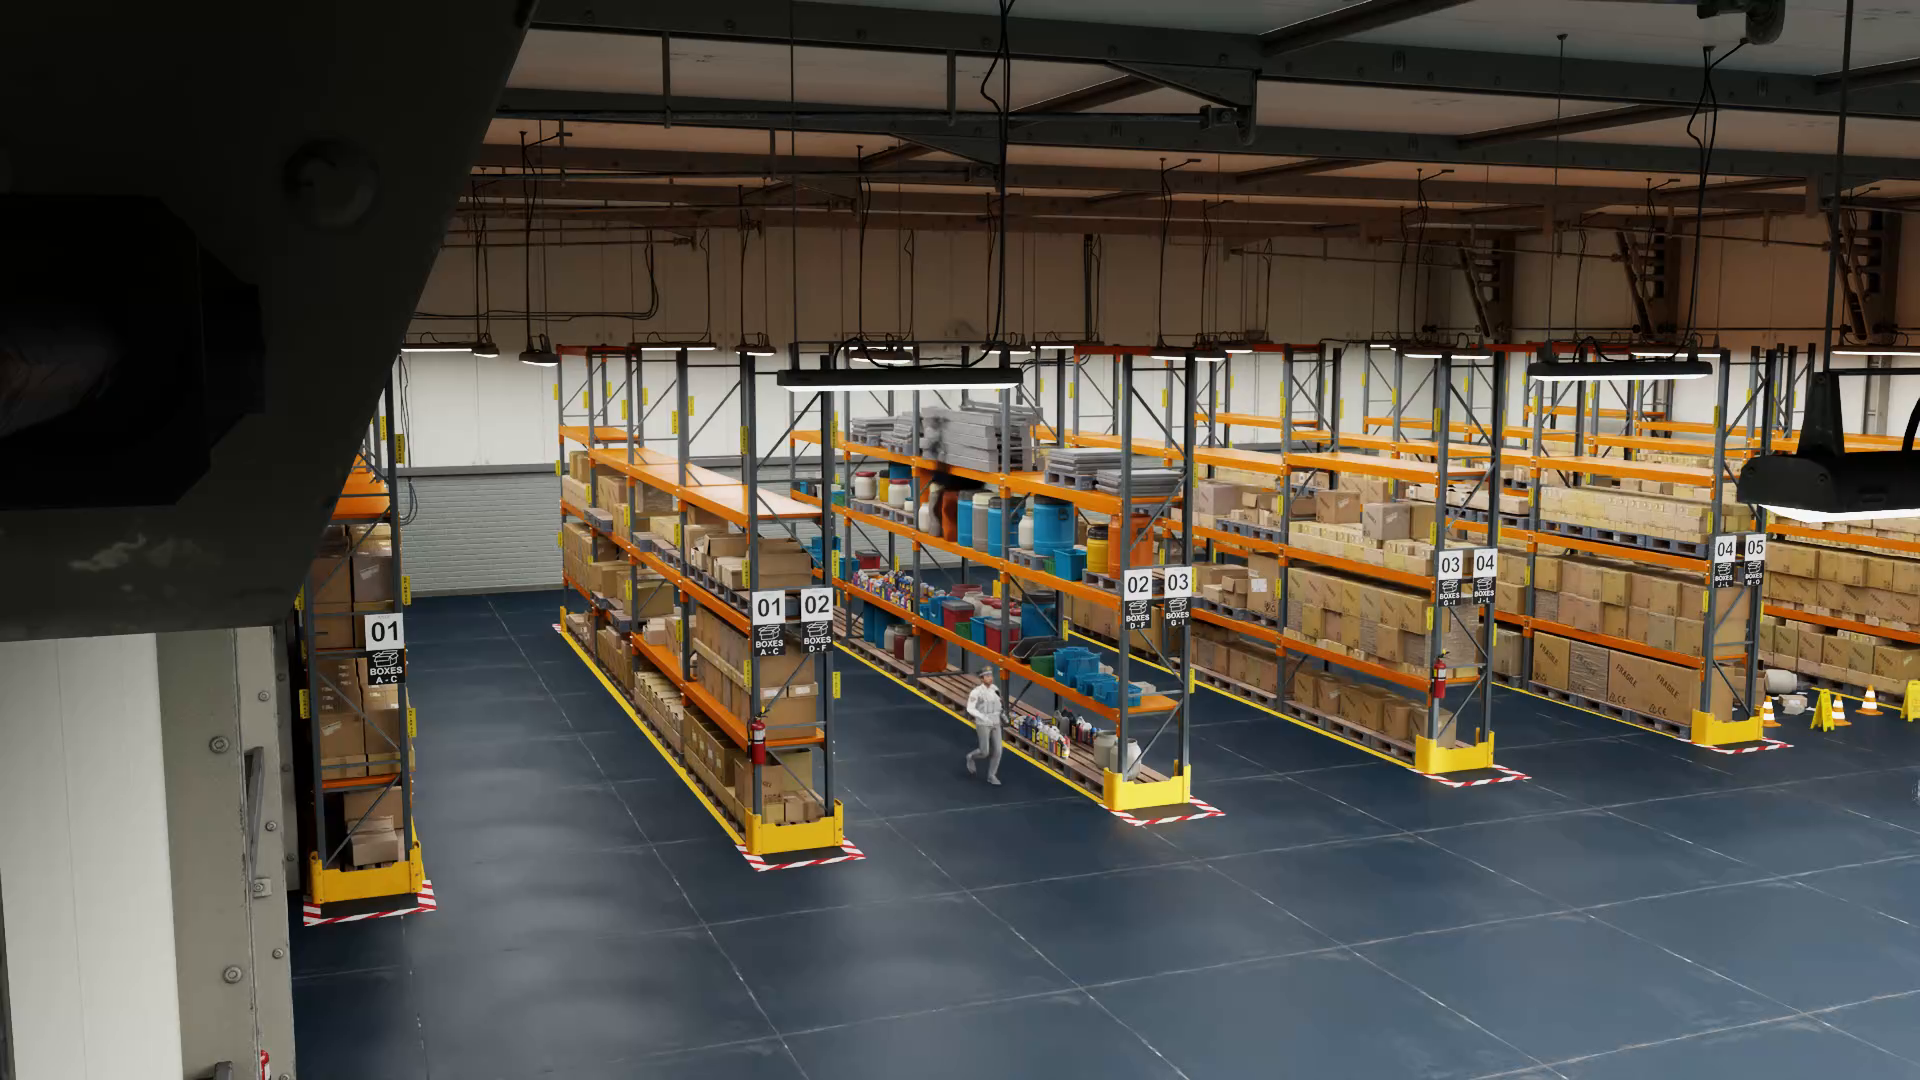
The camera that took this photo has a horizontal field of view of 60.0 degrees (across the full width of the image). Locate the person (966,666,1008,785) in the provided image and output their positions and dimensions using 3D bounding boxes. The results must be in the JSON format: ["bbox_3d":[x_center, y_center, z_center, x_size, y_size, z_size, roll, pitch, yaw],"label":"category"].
[{"bbox_3d":[0.373,2.563,23.263,0.620,1.650,0.652,-5,9,-34],"label":"person"}]

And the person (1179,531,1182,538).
[{"bbox_3d":[5.633,0.260,41.170,0.619,1.753,0.668,-6,10,-41],"label":"person"}]

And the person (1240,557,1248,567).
[{"bbox_3d":[7.444,-0.018,43.088,0.709,1.754,1.007,7,10,44],"label":"person"}]
